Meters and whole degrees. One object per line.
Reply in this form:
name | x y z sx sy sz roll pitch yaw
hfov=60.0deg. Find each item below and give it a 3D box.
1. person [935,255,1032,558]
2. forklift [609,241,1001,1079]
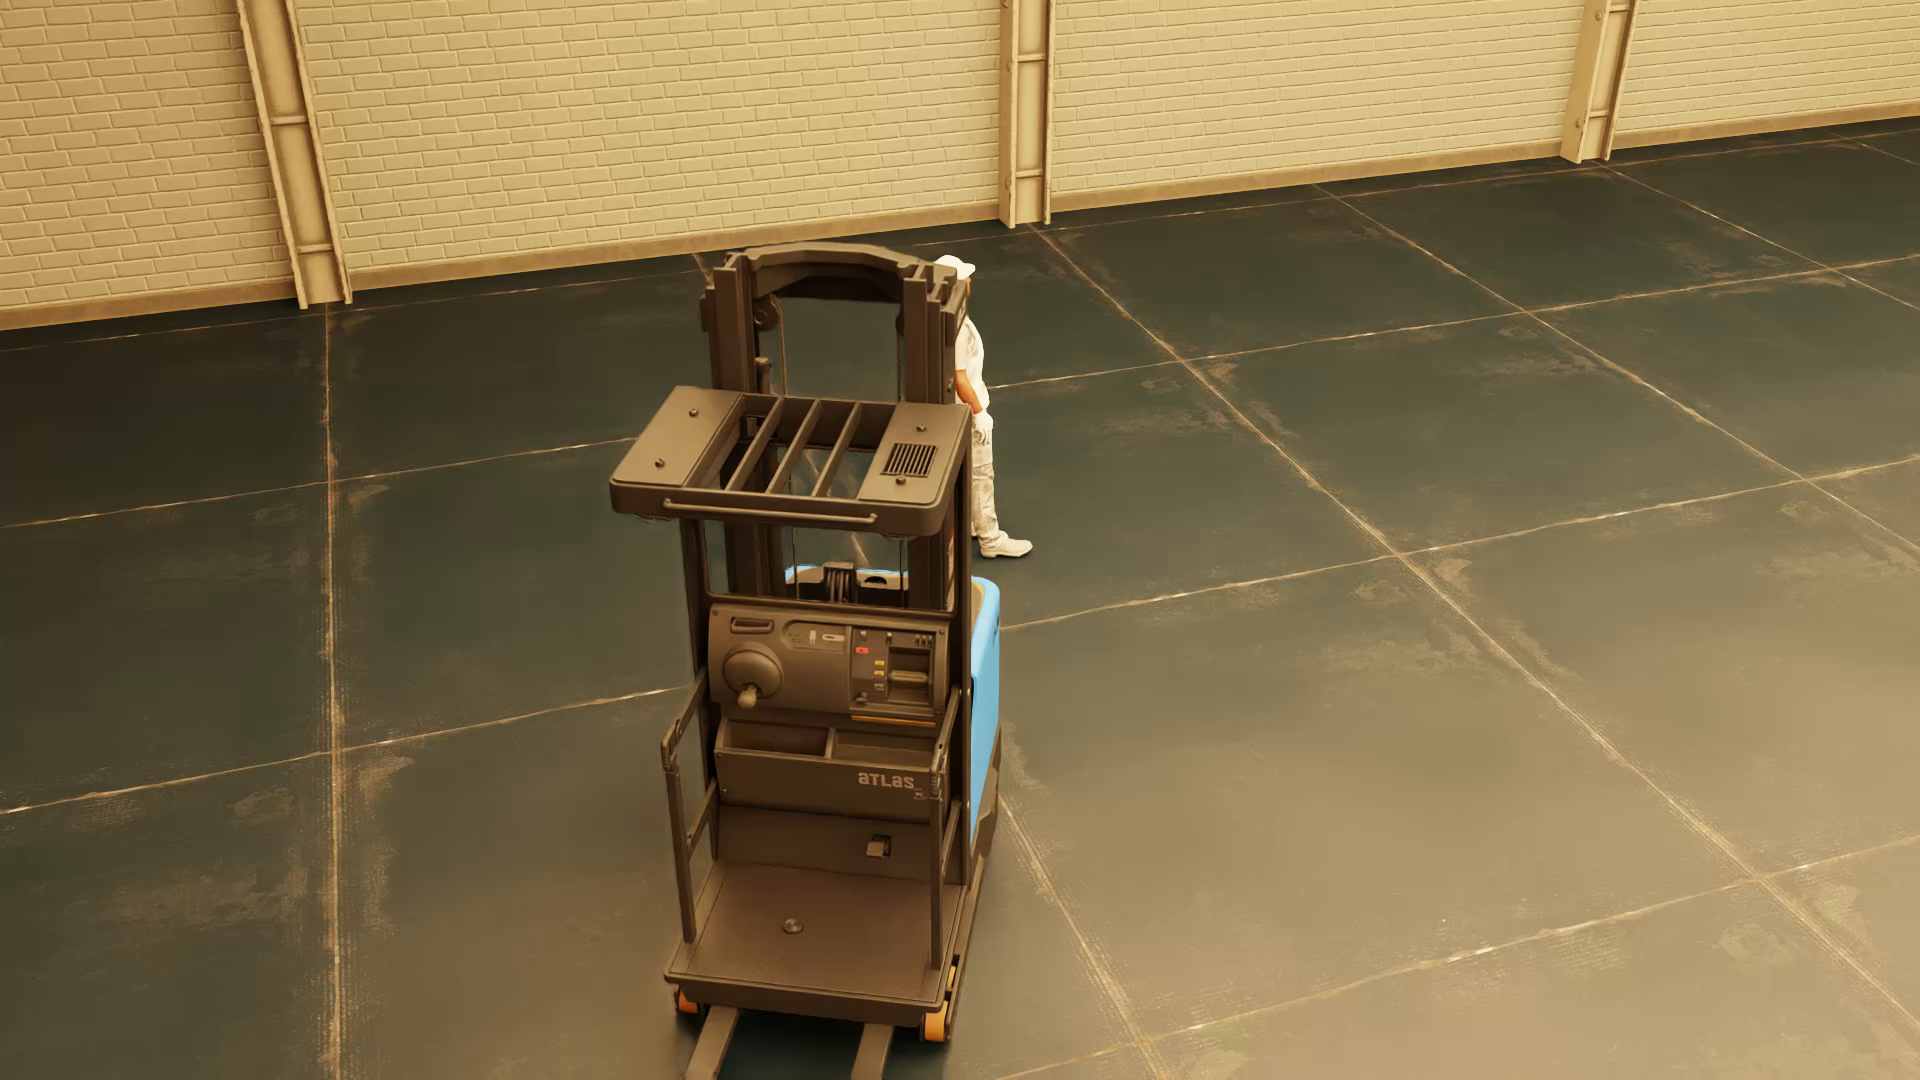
person | 0.071 -0.786 9.590 0.577 1.782 0.656 -10 31 -16
forklift | -0.538 0.522 6.181 1.130 2.935 3.031 4 30 8
